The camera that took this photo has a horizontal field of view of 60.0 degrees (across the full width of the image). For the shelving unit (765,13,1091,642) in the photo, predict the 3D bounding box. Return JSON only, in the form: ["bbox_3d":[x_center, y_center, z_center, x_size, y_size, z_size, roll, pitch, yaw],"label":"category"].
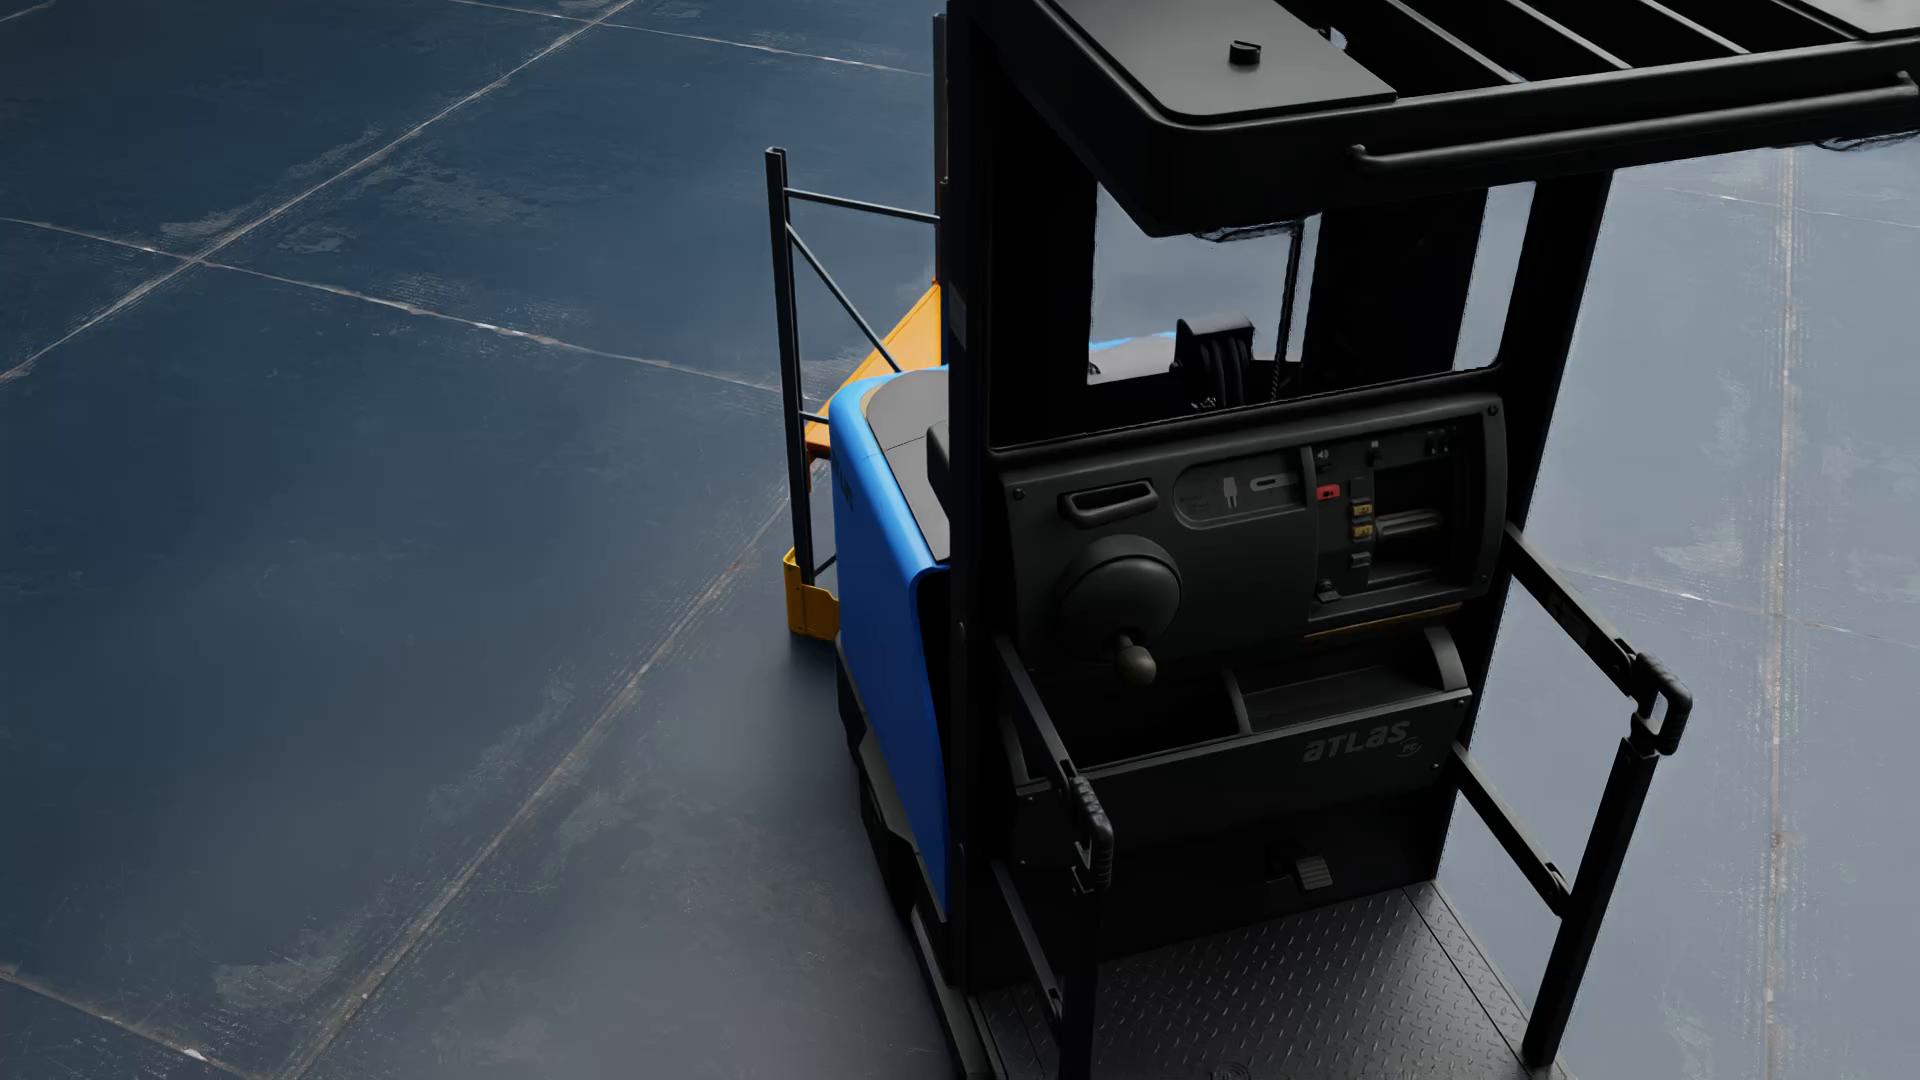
[{"bbox_3d":[-0.033,-0.569,4.759,0.587,1.500,1.083,14,39,18],"label":"shelving unit"}]

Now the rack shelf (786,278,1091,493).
[{"bbox_3d":[-0.037,-0.420,4.860,0.538,0.185,1.000,14,39,18],"label":"rack shelf"}]

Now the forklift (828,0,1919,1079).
[{"bbox_3d":[0.589,0.067,2.712,1.130,2.935,3.031,-10,38,-14],"label":"forklift"}]

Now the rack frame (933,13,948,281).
[{"bbox_3d":[0.159,-0.845,5.128,0.500,1.500,0.032,14,39,18],"label":"rack frame"}]

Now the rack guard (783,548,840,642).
[{"bbox_3d":[-0.225,0.206,4.765,0.587,0.250,0.087,14,39,18],"label":"rack guard"}]

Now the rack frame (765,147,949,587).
[{"bbox_3d":[-0.233,-0.283,4.377,0.500,1.500,0.032,14,39,18],"label":"rack frame"}]
